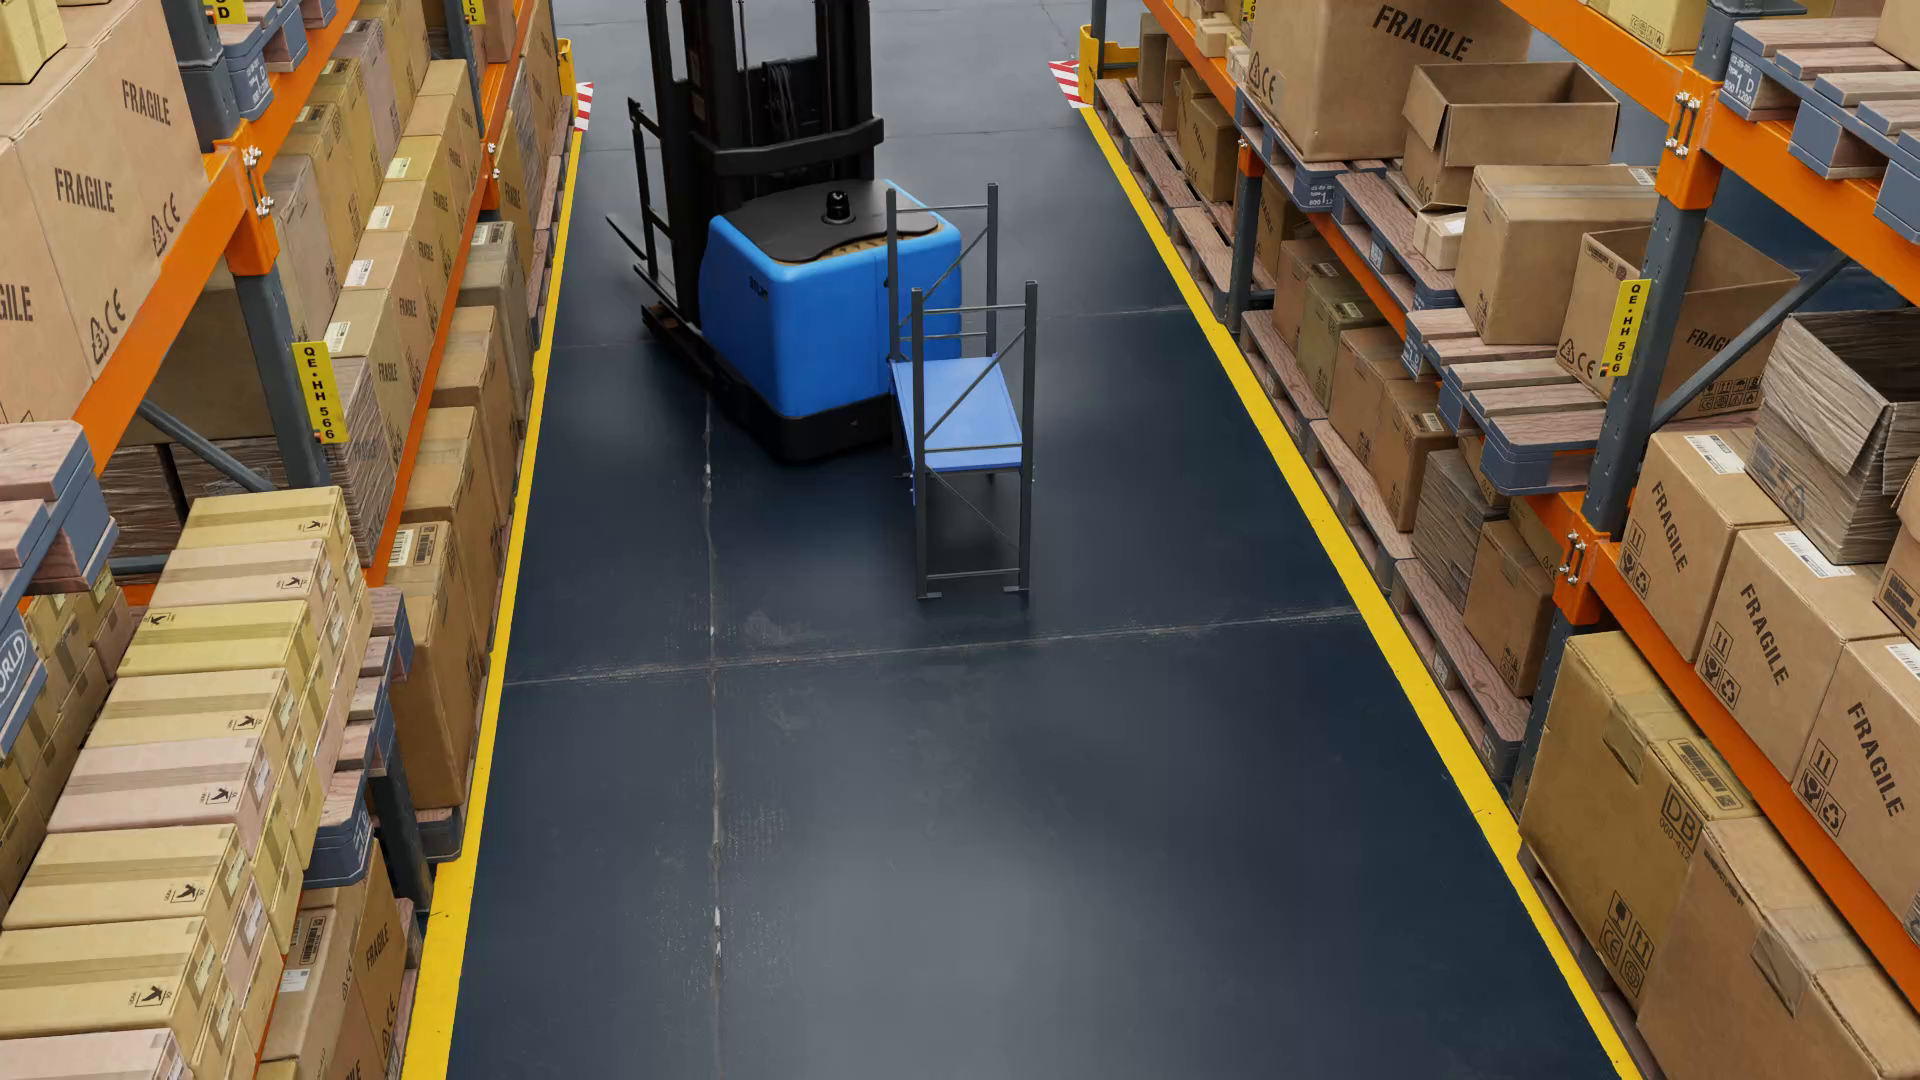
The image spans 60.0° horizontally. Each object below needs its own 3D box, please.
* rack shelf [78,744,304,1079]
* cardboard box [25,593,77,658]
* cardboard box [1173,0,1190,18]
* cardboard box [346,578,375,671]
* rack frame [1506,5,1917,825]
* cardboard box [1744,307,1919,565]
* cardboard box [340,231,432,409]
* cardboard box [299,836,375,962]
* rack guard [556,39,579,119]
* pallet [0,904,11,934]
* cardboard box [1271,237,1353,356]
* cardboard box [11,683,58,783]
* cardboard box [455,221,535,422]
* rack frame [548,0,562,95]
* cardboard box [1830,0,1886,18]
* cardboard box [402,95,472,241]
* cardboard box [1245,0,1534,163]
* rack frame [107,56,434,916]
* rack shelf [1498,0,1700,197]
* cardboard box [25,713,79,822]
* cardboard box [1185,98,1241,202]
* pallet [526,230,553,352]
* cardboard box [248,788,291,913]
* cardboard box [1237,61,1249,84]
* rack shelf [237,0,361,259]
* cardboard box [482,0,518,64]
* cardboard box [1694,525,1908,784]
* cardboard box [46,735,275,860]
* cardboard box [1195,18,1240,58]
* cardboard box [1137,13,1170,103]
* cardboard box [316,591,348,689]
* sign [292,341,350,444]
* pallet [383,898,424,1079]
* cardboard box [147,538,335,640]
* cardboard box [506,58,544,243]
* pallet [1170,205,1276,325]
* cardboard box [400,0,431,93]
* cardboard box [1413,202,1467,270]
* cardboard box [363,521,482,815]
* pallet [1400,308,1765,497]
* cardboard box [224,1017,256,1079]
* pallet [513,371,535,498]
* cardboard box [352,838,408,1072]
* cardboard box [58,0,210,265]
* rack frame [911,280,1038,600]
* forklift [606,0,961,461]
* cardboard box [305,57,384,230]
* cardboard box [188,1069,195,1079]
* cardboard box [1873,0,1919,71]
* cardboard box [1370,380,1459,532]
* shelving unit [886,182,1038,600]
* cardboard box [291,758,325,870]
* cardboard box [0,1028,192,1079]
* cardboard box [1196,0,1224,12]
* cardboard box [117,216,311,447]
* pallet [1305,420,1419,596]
[{"bbox_3d":[-2.092,1.488,3.542,1.077,0.370,4.000,-4,35,-6],"label":"rack shelf"},{"bbox_3d":[-2.452,0.181,4.142,0.380,0.149,0.250,-5,35,-8],"label":"cardboard box"},{"bbox_3d":[1.522,-3.309,10.165,0.380,0.149,0.250,-4,35,-6],"label":"cardboard box"},{"bbox_3d":[-1.839,0.245,4.577,0.380,0.149,0.250,-4,34,-6],"label":"cardboard box"},{"bbox_3d":[2.567,-0.245,5.445,1.000,3.000,0.127,-4,35,-6],"label":"rack frame"},{"bbox_3d":[2.650,-0.291,4.534,0.797,0.503,0.637,-3,34,-5],"label":"cardboard box"},{"bbox_3d":[-2.292,-0.803,6.175,0.500,0.500,0.500,-4,35,-6],"label":"cardboard box"},{"bbox_3d":[-2.009,0.986,4.821,0.500,0.250,0.500,-5,35,-8],"label":"cardboard box"},{"bbox_3d":[-3.440,-3.370,12.251,1.175,0.500,0.348,-4,35,-6],"label":"rack guard"},{"bbox_3d":[-2.054,1.255,3.415,1.003,0.211,1.213,-4,35,-6],"label":"pallet"},{"bbox_3d":[2.091,-1.281,8.796,0.700,0.500,0.500,-7,35,-10],"label":"cardboard box"},{"bbox_3d":[-2.417,0.467,3.987,0.380,0.149,0.250,-5,35,-8],"label":"cardboard box"},{"bbox_3d":[-2.726,-1.062,8.269,1.050,0.750,0.750,-5,35,-7],"label":"cardboard box"},{"bbox_3d":[-3.437,-4.390,11.528,1.000,3.000,0.127,-4,35,-6],"label":"rack frame"},{"bbox_3d":[2.756,-1.704,5.056,0.500,0.250,0.500,-4,34,-6],"label":"cardboard box"},{"bbox_3d":[-2.496,-1.646,7.413,0.500,0.500,0.500,-5,35,-7],"label":"cardboard box"},{"bbox_3d":[1.998,-2.444,7.767,1.000,1.000,1.000,-4,34,-6],"label":"cardboard box"},{"bbox_3d":[-2.361,0.075,4.977,1.000,3.000,0.127,-4,35,-6],"label":"rack frame"},{"bbox_3d":[2.299,-2.303,6.441,1.077,0.370,4.000,-4,35,-6],"label":"rack shelf"},{"bbox_3d":[-2.428,0.570,4.100,0.380,0.149,0.250,-3,34,-4],"label":"cardboard box"},{"bbox_3d":[1.769,-2.503,10.606,0.500,0.500,0.500,-7,35,-11],"label":"cardboard box"},{"bbox_3d":[-2.924,-1.435,9.669,1.003,0.211,1.213,-4,35,-6],"label":"pallet"},{"bbox_3d":[-1.703,0.697,3.649,0.380,0.149,0.250,-5,35,-7],"label":"cardboard box"},{"bbox_3d":[1.709,-2.471,8.935,0.380,0.149,0.250,-4,35,-6],"label":"cardboard box"},{"bbox_3d":[-2.630,-1.984,5.972,1.077,0.370,4.000,-4,35,-6],"label":"rack shelf"},{"bbox_3d":[-3.013,-3.040,9.414,0.875,0.550,0.550,-4,35,-6],"label":"cardboard box"},{"bbox_3d":[2.435,0.293,4.567,0.500,0.500,0.500,-5,35,-8],"label":"cardboard box"},{"bbox_3d":[-1.708,0.568,3.575,0.380,0.149,0.250,-4,35,-6],"label":"cardboard box"},{"bbox_3d":[1.567,-2.886,9.544,0.380,0.149,0.250,-4,35,-6],"label":"cardboard box"},{"bbox_3d":[1.559,-3.500,12.069,0.500,0.500,0.500,2,34,2],"label":"cardboard box"},{"bbox_3d":[-1.806,0.272,4.273,0.380,0.149,0.250,-3,34,-5],"label":"cardboard box"},{"bbox_3d":[-1.825,-0.417,4.741,0.100,0.325,0.005,-4,35,-6],"label":"sign"},{"bbox_3d":[-2.257,1.663,5.122,1.003,0.211,1.213,-4,35,-6],"label":"pallet"},{"bbox_3d":[-1.809,0.138,4.206,0.380,0.149,0.250,-5,35,-7],"label":"cardboard box"},{"bbox_3d":[-3.039,-2.312,9.993,0.875,0.875,0.875,-4,34,-6],"label":"cardboard box"},{"bbox_3d":[1.904,-1.697,10.052,1.003,0.211,1.213,-4,35,-6],"label":"pallet"},{"bbox_3d":[-2.826,-2.335,7.537,0.700,0.500,0.500,-5,35,-7],"label":"cardboard box"},{"bbox_3d":[2.076,-1.273,6.700,0.396,0.266,0.258,-5,35,-8],"label":"cardboard box"},{"bbox_3d":[-2.354,0.484,6.001,1.050,0.750,0.750,-5,35,-7],"label":"cardboard box"},{"bbox_3d":[2.366,-0.555,6.071,1.213,0.211,1.003,-4,35,-6],"label":"pallet"},{"bbox_3d":[-1.632,1.113,3.303,0.380,0.149,0.250,-6,35,-9],"label":"cardboard box"},{"bbox_3d":[-2.721,-0.580,8.414,1.003,0.211,1.213,-4,35,-6],"label":"pallet"},{"bbox_3d":[-2.013,1.281,5.053,0.500,0.500,0.500,-5,35,-7],"label":"cardboard box"},{"bbox_3d":[-2.032,-0.907,3.665,0.500,0.500,0.500,-4,35,-6],"label":"cardboard box"},{"bbox_3d":[0.057,-0.384,6.981,0.500,1.500,0.032,-4,35,-6],"label":"rack frame"},{"bbox_3d":[-1.150,-2.407,8.679,1.130,2.935,3.031,-18,38,-24],"label":"forklift"},{"bbox_3d":[-2.621,-1.485,6.288,0.700,0.500,0.500,-5,35,-7],"label":"cardboard box"},{"bbox_3d":[-1.602,1.128,3.018,0.380,0.149,0.250,-5,35,-7],"label":"cardboard box"},{"bbox_3d":[2.721,-1.365,3.962,0.797,0.503,0.637,-2,34,-4],"label":"cardboard box"},{"bbox_3d":[2.287,-0.390,7.488,0.700,0.500,0.500,-2,34,-2],"label":"cardboard box"},{"bbox_3d":[-0.011,-0.667,7.397,0.538,1.500,1.048,-4,35,-6],"label":"shelving unit"},{"bbox_3d":[-1.743,0.667,3.958,0.380,0.149,0.250,-5,35,-7],"label":"cardboard box"},{"bbox_3d":[-1.595,1.015,2.919,0.380,0.149,0.250,-3,34,-5],"label":"cardboard box"},{"bbox_3d":[1.831,-3.450,9.796,0.875,0.500,0.500,-4,35,-6],"label":"cardboard box"},{"bbox_3d":[-2.412,-0.631,5.036,0.700,0.500,0.500,-5,35,-7],"label":"cardboard box"},{"bbox_3d":[2.303,-0.208,7.868,1.003,0.211,1.213,-4,35,-6],"label":"pallet"}]
